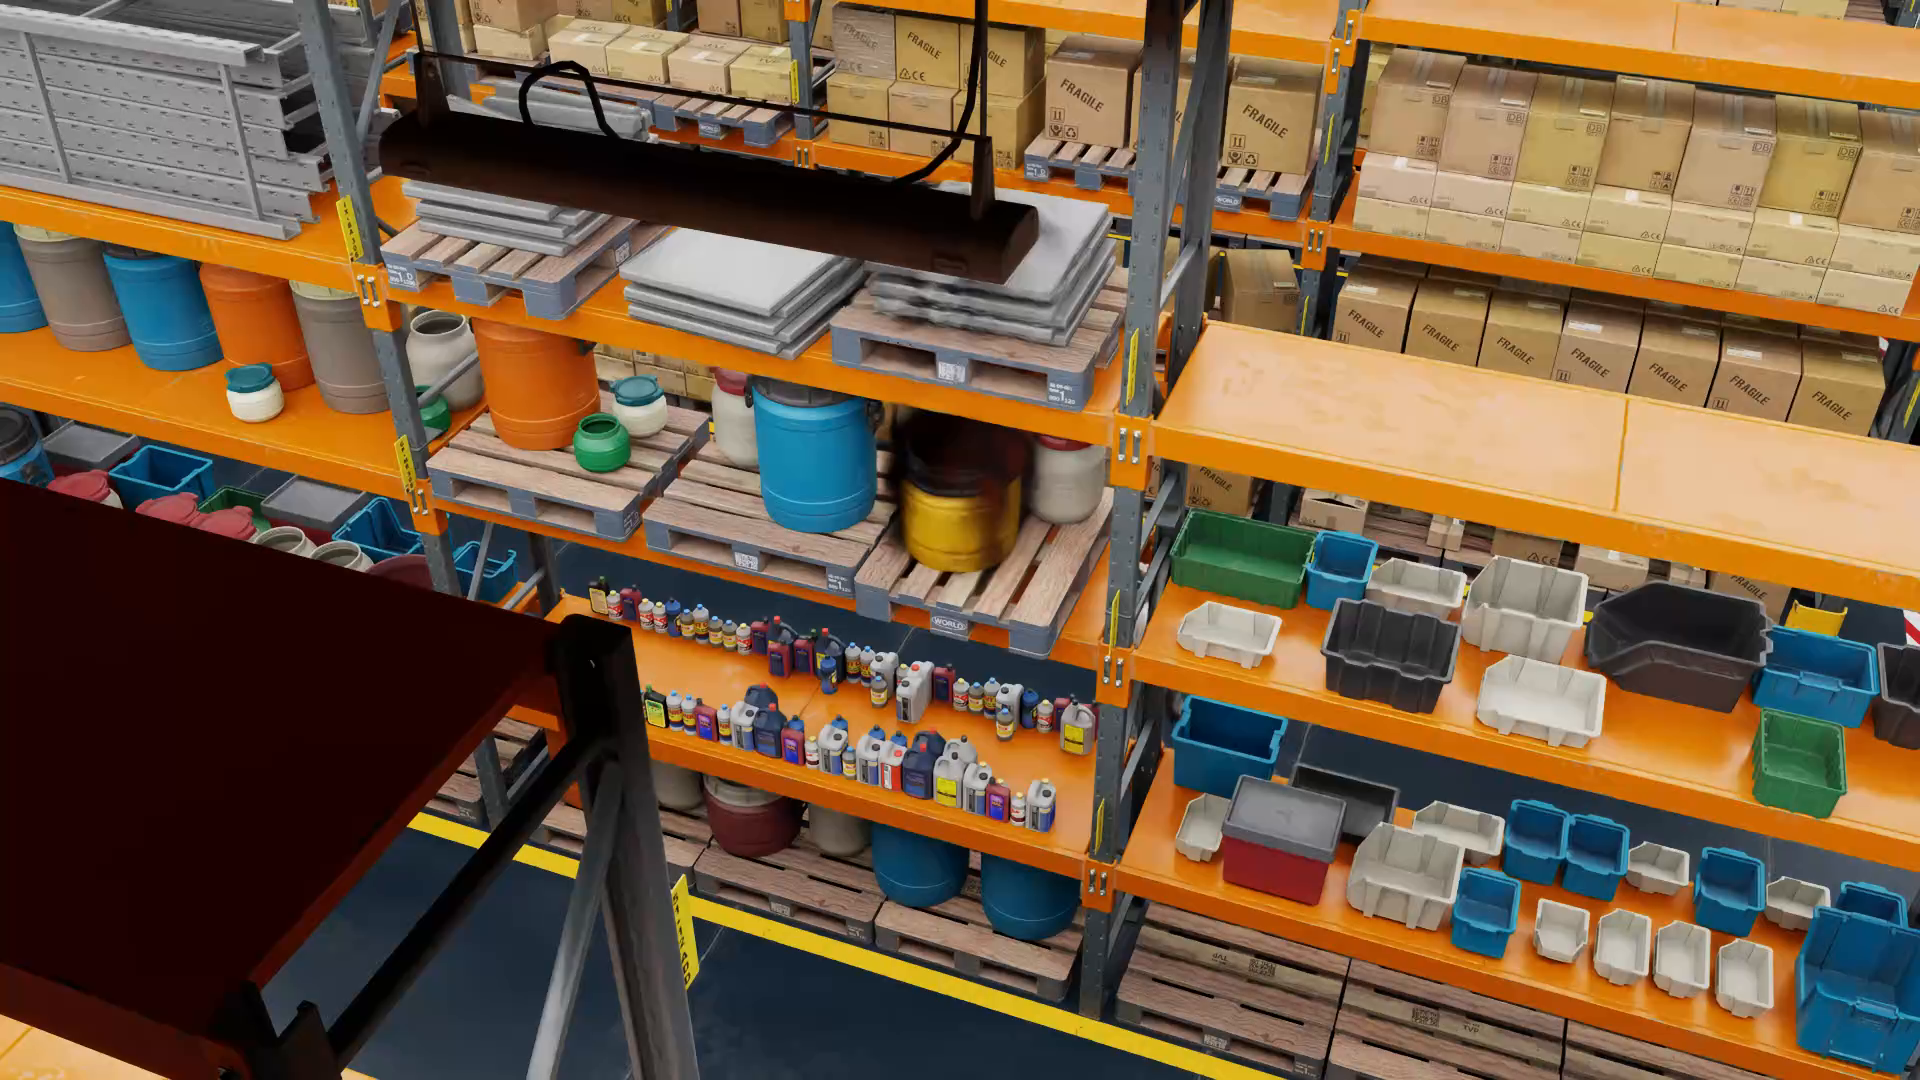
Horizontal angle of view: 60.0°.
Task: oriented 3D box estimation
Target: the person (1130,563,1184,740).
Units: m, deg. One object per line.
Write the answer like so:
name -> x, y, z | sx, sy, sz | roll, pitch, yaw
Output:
person -> 1.266, 0.821, 10.803 | 0.852, 1.822, 0.661 | 18, 40, 22

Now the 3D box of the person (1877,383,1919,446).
person -> 7.369, -0.786, 12.956 | 0.605, 1.678, 0.838 | 5, 37, 7
